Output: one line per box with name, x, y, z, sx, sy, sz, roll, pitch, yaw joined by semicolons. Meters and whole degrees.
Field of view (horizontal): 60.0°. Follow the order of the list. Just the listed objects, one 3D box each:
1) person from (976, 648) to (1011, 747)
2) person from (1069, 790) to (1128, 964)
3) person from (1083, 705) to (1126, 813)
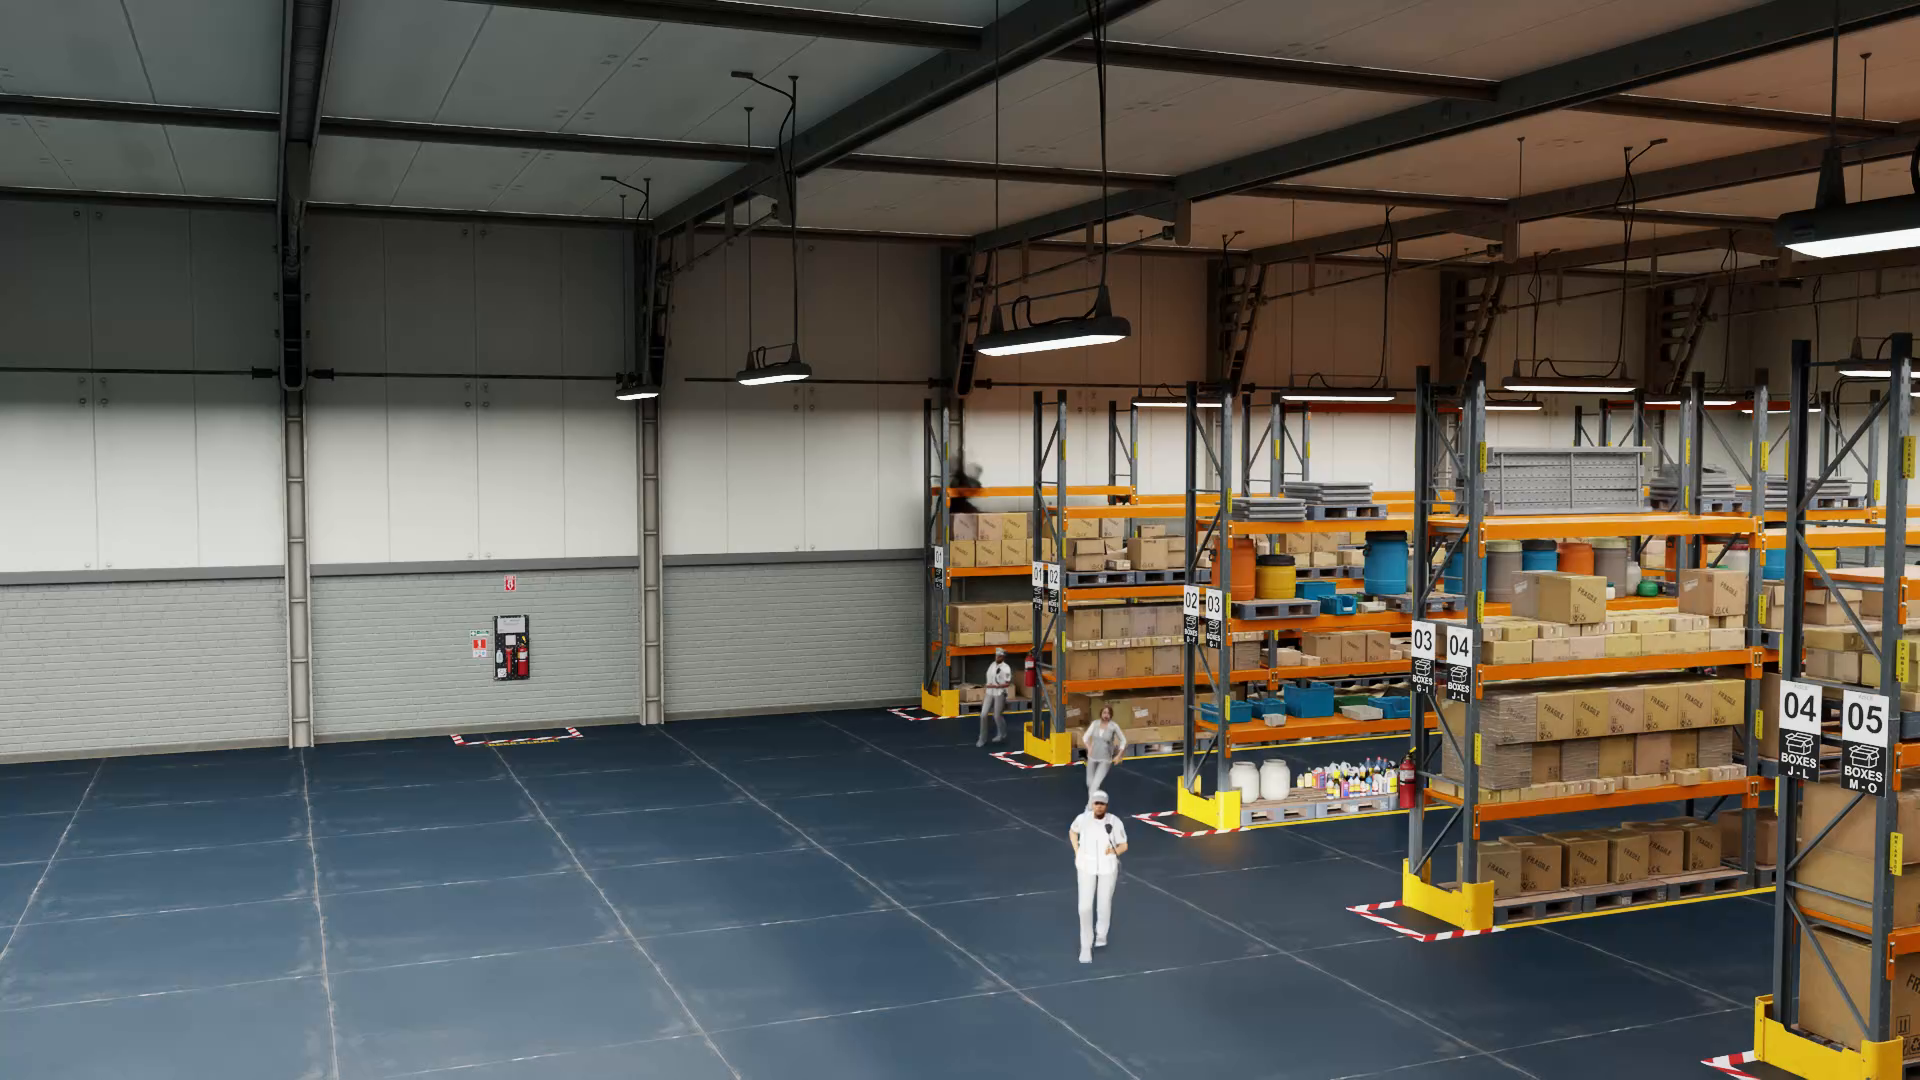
person;0.660;2.674;28.319;0.559;1.730;0.700;2;4;33
person;1.392;3.362;16.712;0.584;1.728;0.752;0;3;4
person;1.964;3.026;22.797;0.608;1.564;0.799;1;4;22
